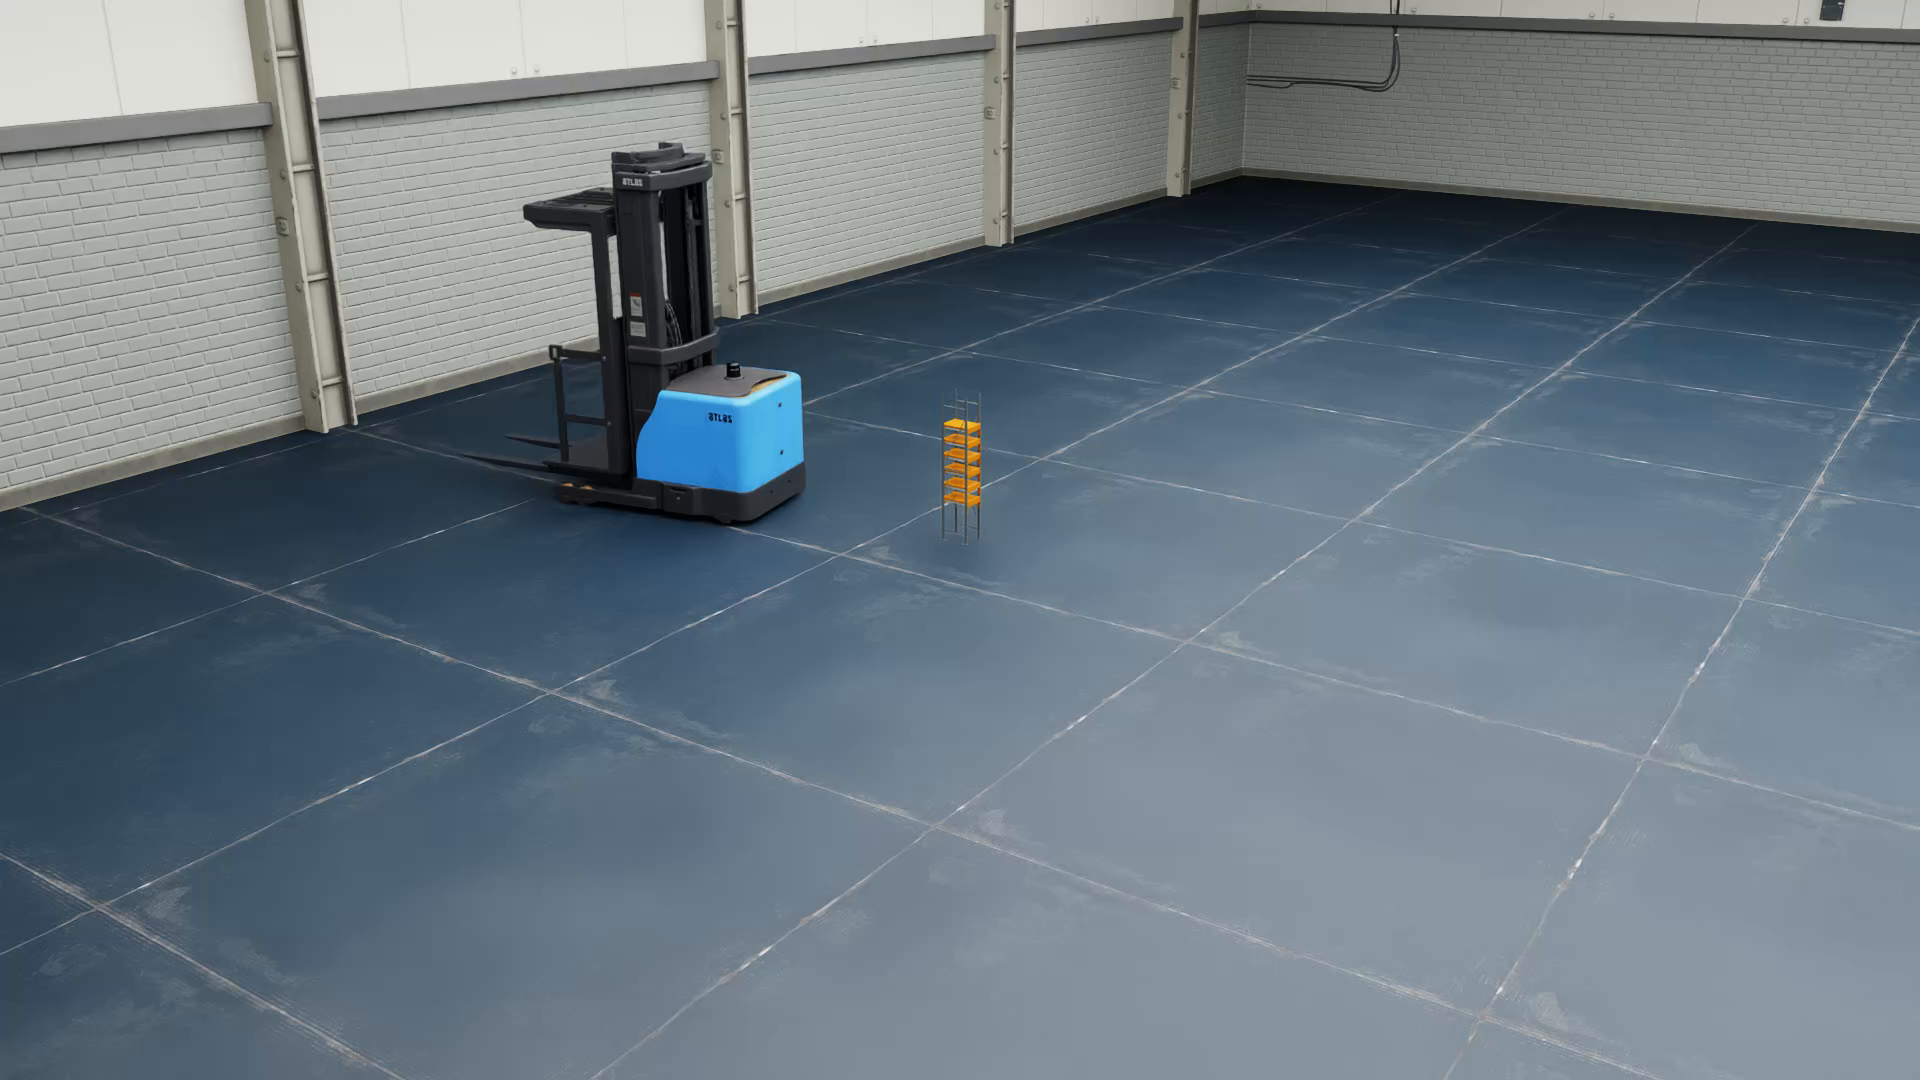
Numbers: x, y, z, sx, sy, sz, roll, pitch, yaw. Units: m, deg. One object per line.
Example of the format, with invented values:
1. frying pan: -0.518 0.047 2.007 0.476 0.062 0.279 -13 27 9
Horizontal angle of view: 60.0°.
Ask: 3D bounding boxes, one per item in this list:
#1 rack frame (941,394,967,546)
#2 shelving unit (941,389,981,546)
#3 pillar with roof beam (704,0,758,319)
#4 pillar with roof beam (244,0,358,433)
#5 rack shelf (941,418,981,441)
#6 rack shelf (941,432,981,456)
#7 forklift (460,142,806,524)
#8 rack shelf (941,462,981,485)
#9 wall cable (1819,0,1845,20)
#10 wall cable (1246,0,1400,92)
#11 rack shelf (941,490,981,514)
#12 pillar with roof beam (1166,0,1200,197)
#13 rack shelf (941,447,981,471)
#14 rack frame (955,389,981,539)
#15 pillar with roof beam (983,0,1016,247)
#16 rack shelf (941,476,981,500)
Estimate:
1. rack frame: -0.043 -0.541 12.997 0.240 1.200 0.006 13 24 32
2. shelving unit: 0.008 -0.567 13.068 0.258 1.200 0.189 13 24 32
3. pillar with roof beam: 0.779 -6.219 17.106 9.100 9.000 0.400 13 24 32
4. pillar with roof beam: -2.594 -4.497 12.451 9.100 9.000 0.400 13 24 32
5. rack shelf: 0.008 -0.863 12.959 0.258 0.103 0.180 13 24 32
6. rack shelf: 0.008 -0.750 13.000 0.258 0.103 0.180 13 24 32
7. forklift: -2.888 -1.823 13.968 3.031 2.935 1.130 8 22 22
8. rack shelf: 0.008 -0.525 13.083 0.258 0.103 0.180 13 24 32
9. wall cable: 14.557 -10.828 24.664 2.305 6.003 0.169 13 24 32
10. wall cable: 6.714 -9.632 30.810 3.097 2.526 0.112 13 24 32
11. rack shelf: 0.008 -0.300 13.167 0.258 0.103 0.180 13 24 32
12. pillar with roof beam: 7.525 -9.662 26.414 9.100 9.000 0.400 13 24 32
13. rack shelf: 0.008 -0.638 13.042 0.258 0.103 0.180 13 24 32
14. rack frame: 0.060 -0.593 13.139 0.240 1.200 0.006 13 24 32
15. pillar with roof beam: 4.152 -7.940 21.760 9.100 9.000 0.400 13 24 32
16. rack shelf: 0.008 -0.413 13.125 0.258 0.103 0.180 13 24 32
